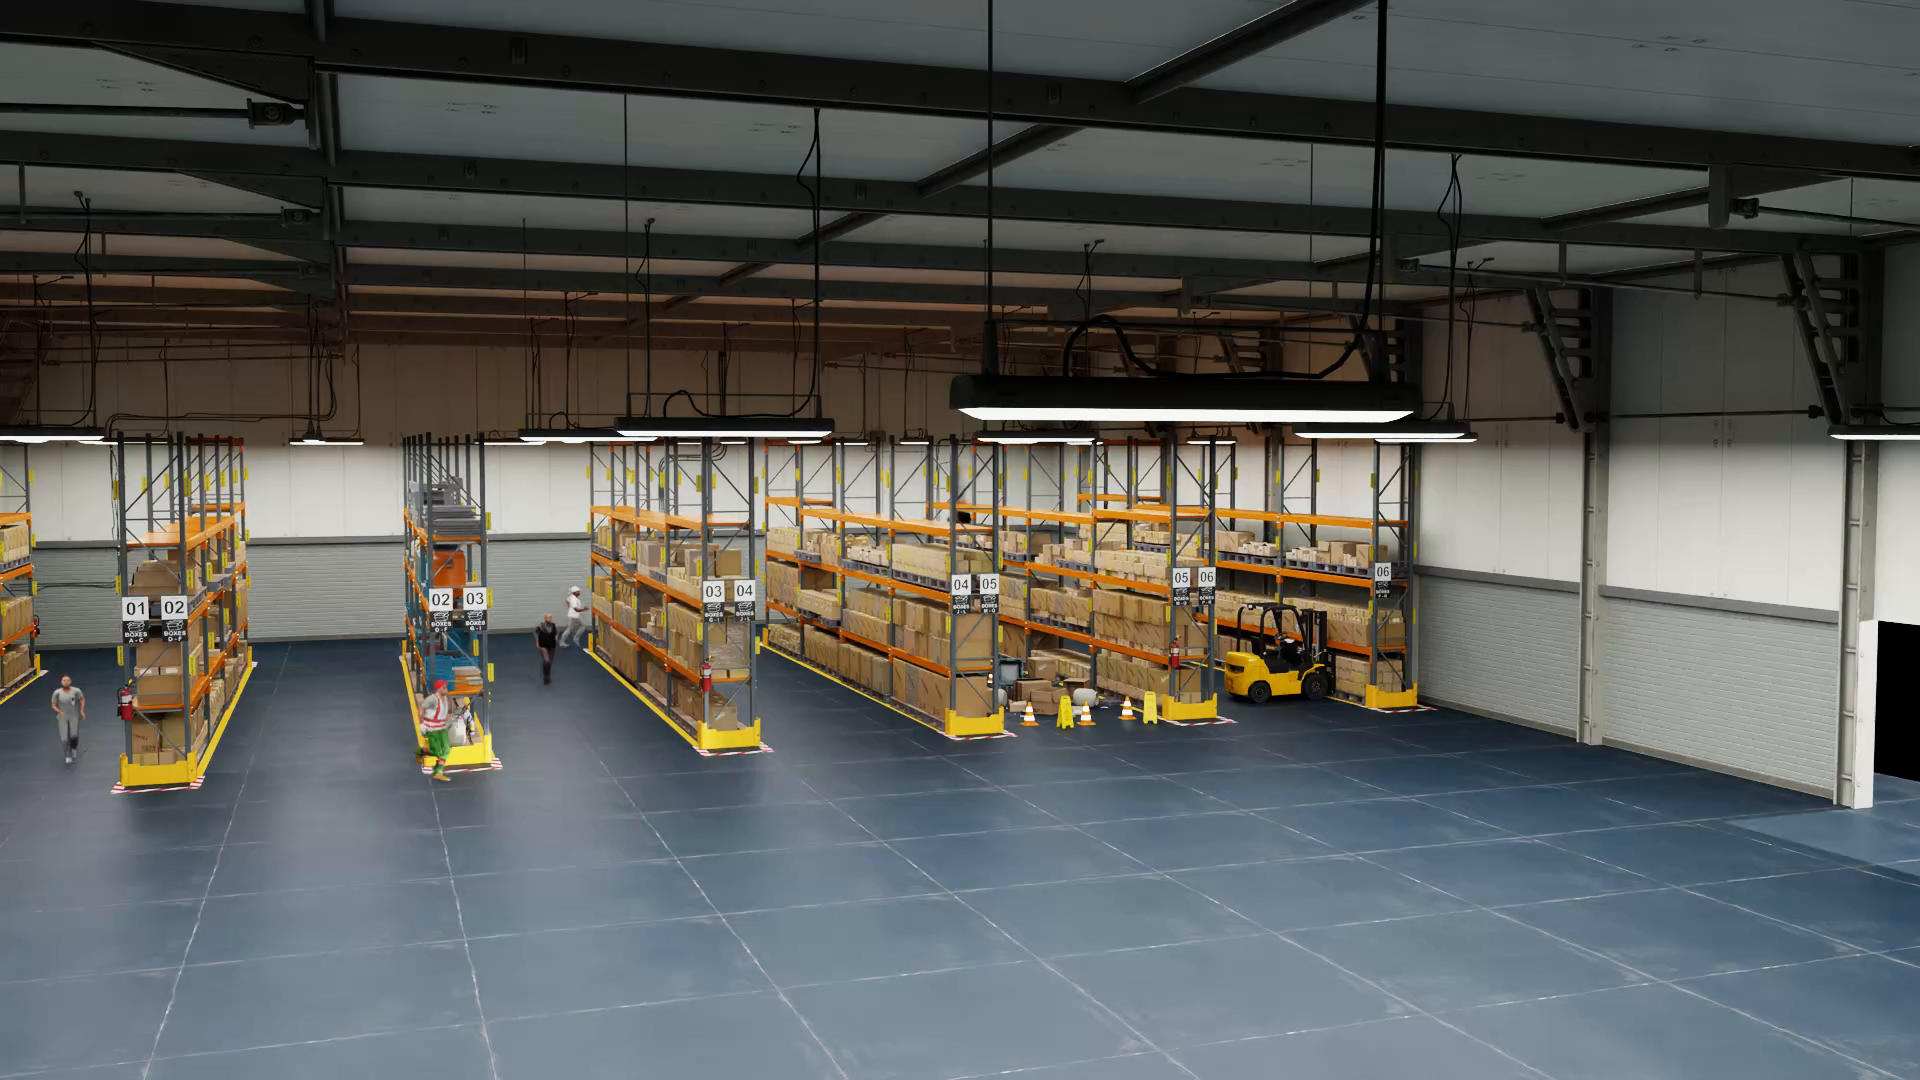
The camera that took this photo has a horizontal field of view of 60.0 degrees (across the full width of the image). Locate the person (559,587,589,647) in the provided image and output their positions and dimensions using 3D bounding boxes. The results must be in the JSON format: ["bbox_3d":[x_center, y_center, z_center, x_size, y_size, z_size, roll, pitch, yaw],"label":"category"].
[{"bbox_3d":[-11.029,2.207,47.571,0.864,1.764,0.715,0,3,-6],"label":"person"}]

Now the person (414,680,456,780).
[{"bbox_3d":[-9.114,3.278,28.771,0.727,1.738,0.694,1,3,20],"label":"person"}]

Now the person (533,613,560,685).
[{"bbox_3d":[-10.009,2.653,40.361,0.592,1.771,0.874,-2,4,-35],"label":"person"}]

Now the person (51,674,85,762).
[{"bbox_3d":[-16.153,3.235,30.135,0.543,1.624,0.636,-2,4,-28],"label":"person"}]
